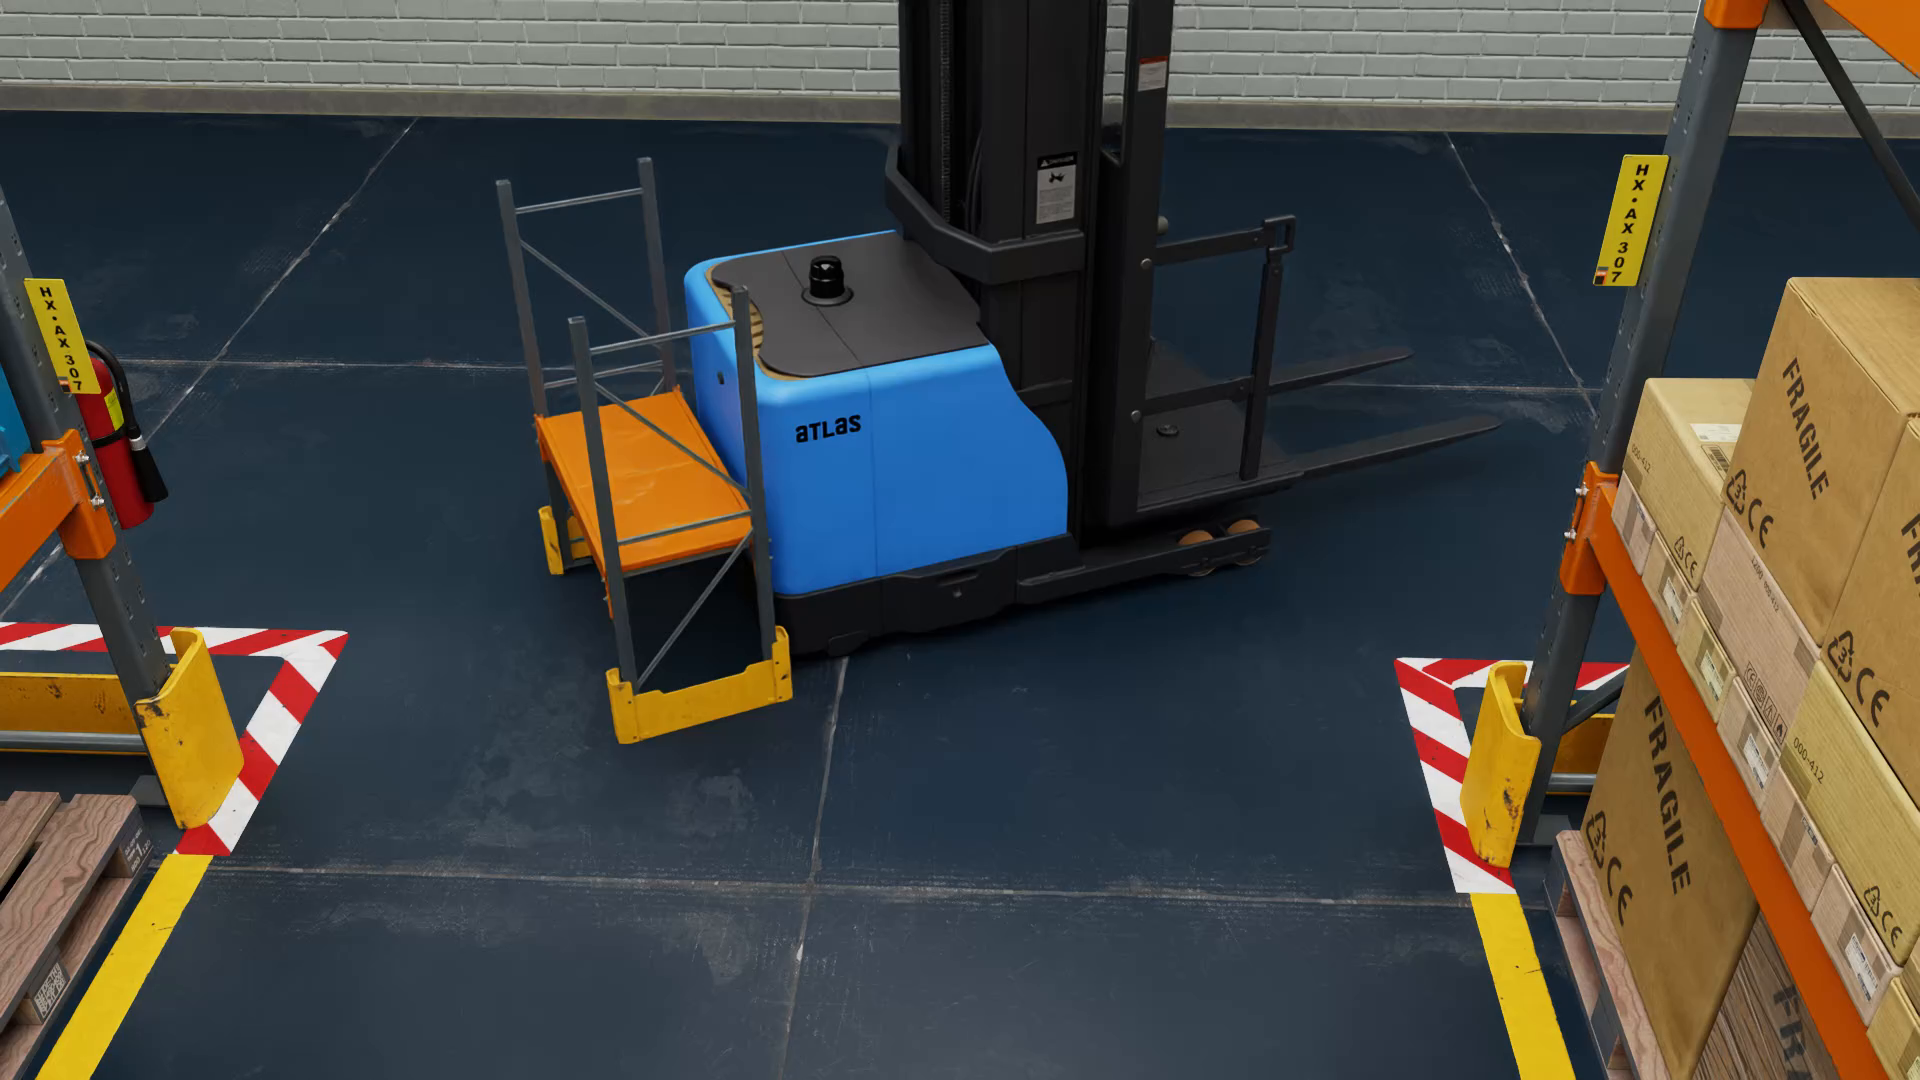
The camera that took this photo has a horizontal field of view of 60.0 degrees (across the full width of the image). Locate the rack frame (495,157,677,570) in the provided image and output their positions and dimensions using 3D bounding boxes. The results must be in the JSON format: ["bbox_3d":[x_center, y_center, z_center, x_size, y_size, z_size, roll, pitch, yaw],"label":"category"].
[{"bbox_3d":[-1.234,-0.569,5.756,0.500,1.500,0.032,-14,38,-19],"label":"rack frame"}]

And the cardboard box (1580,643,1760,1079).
[{"bbox_3d":[2.169,0.729,4.087,0.875,0.875,0.875,1,35,2],"label":"cardboard box"}]

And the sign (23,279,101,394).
[{"bbox_3d":[-2.283,-0.516,4.233,0.100,0.325,0.005,1,35,2],"label":"sign"}]

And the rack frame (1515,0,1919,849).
[{"bbox_3d":[2.115,-0.338,4.122,1.000,3.000,0.127,1,35,2],"label":"rack frame"}]

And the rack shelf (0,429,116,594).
[{"bbox_3d":[-2.914,0.991,2.857,1.077,0.370,4.000,1,35,2],"label":"rack shelf"}]

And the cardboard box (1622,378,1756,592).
[{"bbox_3d":[1.826,-0.129,3.696,0.500,0.250,0.500,0,35,1],"label":"cardboard box"}]

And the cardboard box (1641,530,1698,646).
[{"bbox_3d":[1.762,0.109,3.705,0.380,0.149,0.250,1,35,1],"label":"cardboard box"}]

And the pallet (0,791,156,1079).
[{"bbox_3d":[-2.906,1.161,4.414,1.003,0.211,1.213,1,35,2],"label":"pallet"}]

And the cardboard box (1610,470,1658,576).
[{"bbox_3d":[1.771,-0.039,3.915,0.380,0.149,0.250,2,35,2],"label":"cardboard box"}]

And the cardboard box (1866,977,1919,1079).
[{"bbox_3d":[1.711,0.845,2.658,0.380,0.149,0.250,0,35,1],"label":"cardboard box"}]

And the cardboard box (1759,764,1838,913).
[{"bbox_3d":[1.732,0.552,3.075,0.380,0.149,0.250,1,35,1],"label":"cardboard box"}]

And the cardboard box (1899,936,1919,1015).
[{"bbox_3d":[1.772,0.758,2.434,0.500,0.250,0.500,1,35,1],"label":"cardboard box"}]

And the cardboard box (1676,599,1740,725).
[{"bbox_3d":[1.752,0.256,3.496,0.380,0.149,0.250,1,35,1],"label":"cardboard box"}]

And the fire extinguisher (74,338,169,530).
[{"bbox_3d":[-2.374,-0.344,4.523,0.296,0.674,0.183,1,35,2],"label":"fire extinguisher"}]

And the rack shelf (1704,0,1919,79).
[{"bbox_3d":[2.035,-0.122,1.832,1.077,0.370,4.000,1,35,2],"label":"rack shelf"}]

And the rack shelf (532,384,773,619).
[{"bbox_3d":[-1.030,-0.155,5.478,0.538,0.185,1.000,-14,38,-19],"label":"rack shelf"}]

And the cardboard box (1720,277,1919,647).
[{"bbox_3d":[1.806,-0.148,3.072,0.500,0.500,0.500,1,35,1],"label":"cardboard box"}]

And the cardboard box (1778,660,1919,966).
[{"bbox_3d":[1.788,0.459,2.861,0.500,0.250,0.500,0,35,0],"label":"cardboard box"}]

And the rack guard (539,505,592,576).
[{"bbox_3d":[-1.233,-0.057,6.114,0.587,0.250,0.087,-14,38,-19],"label":"rack guard"}]

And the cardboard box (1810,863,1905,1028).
[{"bbox_3d":[1.722,0.700,2.864,0.380,0.149,0.250,1,35,1],"label":"cardboard box"}]

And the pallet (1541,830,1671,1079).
[{"bbox_3d":[2.161,1.264,4.268,1.003,0.211,1.213,1,35,2],"label":"pallet"}]

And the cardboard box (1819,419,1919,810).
[{"bbox_3d":[1.791,0.149,2.648,0.500,0.500,0.500,0,35,1],"label":"cardboard box"}]

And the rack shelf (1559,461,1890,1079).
[{"bbox_3d":[2.035,1.105,2.694,1.077,0.370,4.000,1,35,2],"label":"rack shelf"}]

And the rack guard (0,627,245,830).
[{"bbox_3d":[-2.846,0.556,5.024,1.175,0.500,0.348,1,35,2],"label":"rack guard"}]

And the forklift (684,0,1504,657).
[{"bbox_3d":[0.602,-1.335,5.601,3.031,2.935,1.130,-13,37,-17],"label":"forklift"}]

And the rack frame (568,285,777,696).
[{"bbox_3d":[-0.825,-0.034,4.994,0.500,1.500,0.032,-14,38,-19],"label":"rack frame"}]

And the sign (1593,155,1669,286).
[{"bbox_3d":[1.561,-0.741,3.874,0.100,0.325,0.005,1,35,2],"label":"sign"}]

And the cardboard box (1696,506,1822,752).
[{"bbox_3d":[1.812,0.170,3.271,0.500,0.250,0.500,1,35,1],"label":"cardboard box"}]

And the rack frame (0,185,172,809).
[{"bbox_3d":[-2.834,-0.452,4.285,1.000,3.000,0.127,1,35,2],"label":"rack frame"}]

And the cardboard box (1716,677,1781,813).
[{"bbox_3d":[1.743,0.406,3.283,0.380,0.149,0.250,1,35,1],"label":"cardboard box"}]

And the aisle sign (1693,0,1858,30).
[{"bbox_3d":[1.818,-1.450,3.443,0.394,0.787,0.004,1,35,2],"label":"aisle sign"}]

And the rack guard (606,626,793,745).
[{"bbox_3d":[-0.833,0.467,5.368,0.587,0.250,0.087,-14,38,-19],"label":"rack guard"}]

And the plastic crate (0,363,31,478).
[{"bbox_3d":[-2.661,-0.295,3.978,0.616,0.435,0.499,1,35,2],"label":"plastic crate"}]

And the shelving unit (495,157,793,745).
[{"bbox_3d":[-1.033,-0.306,5.382,0.587,1.500,1.083,-14,38,-19],"label":"shelving unit"}]

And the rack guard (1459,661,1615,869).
[{"bbox_3d":[2.116,0.671,4.861,1.175,0.500,0.348,1,35,2],"label":"rack guard"}]

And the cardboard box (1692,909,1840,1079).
[{"bbox_3d":[2.133,1.252,3.343,0.875,0.875,0.875,1,35,2],"label":"cardboard box"}]
